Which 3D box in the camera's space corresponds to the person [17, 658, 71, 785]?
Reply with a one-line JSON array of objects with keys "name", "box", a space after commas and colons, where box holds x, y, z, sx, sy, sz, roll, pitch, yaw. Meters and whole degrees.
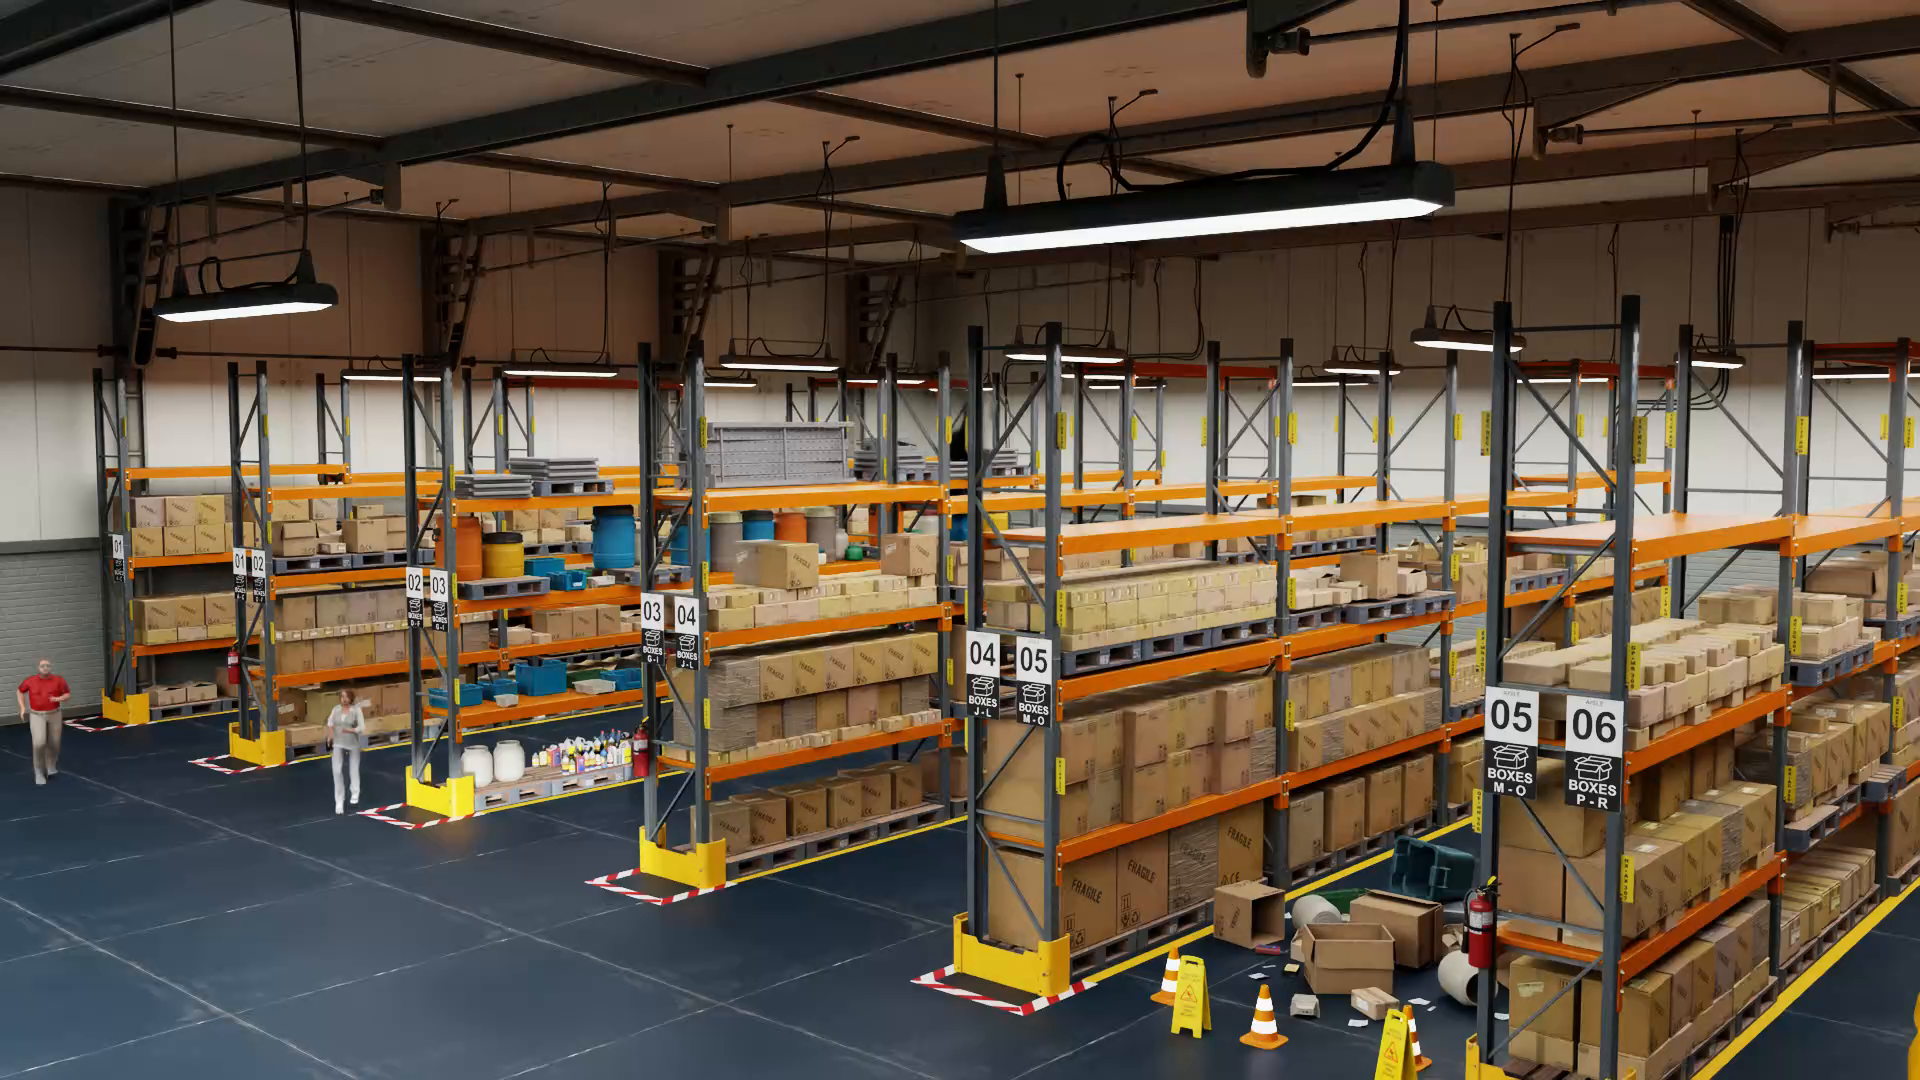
[{"name": "person", "box": [-12.992, 2.582, 23.636, 0.633, 1.793, 0.767, -3, 5, -37]}]

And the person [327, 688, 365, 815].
[{"name": "person", "box": [-8.067, 2.758, 21.852, 0.504, 1.642, 0.705, -1, 4, -12]}]
